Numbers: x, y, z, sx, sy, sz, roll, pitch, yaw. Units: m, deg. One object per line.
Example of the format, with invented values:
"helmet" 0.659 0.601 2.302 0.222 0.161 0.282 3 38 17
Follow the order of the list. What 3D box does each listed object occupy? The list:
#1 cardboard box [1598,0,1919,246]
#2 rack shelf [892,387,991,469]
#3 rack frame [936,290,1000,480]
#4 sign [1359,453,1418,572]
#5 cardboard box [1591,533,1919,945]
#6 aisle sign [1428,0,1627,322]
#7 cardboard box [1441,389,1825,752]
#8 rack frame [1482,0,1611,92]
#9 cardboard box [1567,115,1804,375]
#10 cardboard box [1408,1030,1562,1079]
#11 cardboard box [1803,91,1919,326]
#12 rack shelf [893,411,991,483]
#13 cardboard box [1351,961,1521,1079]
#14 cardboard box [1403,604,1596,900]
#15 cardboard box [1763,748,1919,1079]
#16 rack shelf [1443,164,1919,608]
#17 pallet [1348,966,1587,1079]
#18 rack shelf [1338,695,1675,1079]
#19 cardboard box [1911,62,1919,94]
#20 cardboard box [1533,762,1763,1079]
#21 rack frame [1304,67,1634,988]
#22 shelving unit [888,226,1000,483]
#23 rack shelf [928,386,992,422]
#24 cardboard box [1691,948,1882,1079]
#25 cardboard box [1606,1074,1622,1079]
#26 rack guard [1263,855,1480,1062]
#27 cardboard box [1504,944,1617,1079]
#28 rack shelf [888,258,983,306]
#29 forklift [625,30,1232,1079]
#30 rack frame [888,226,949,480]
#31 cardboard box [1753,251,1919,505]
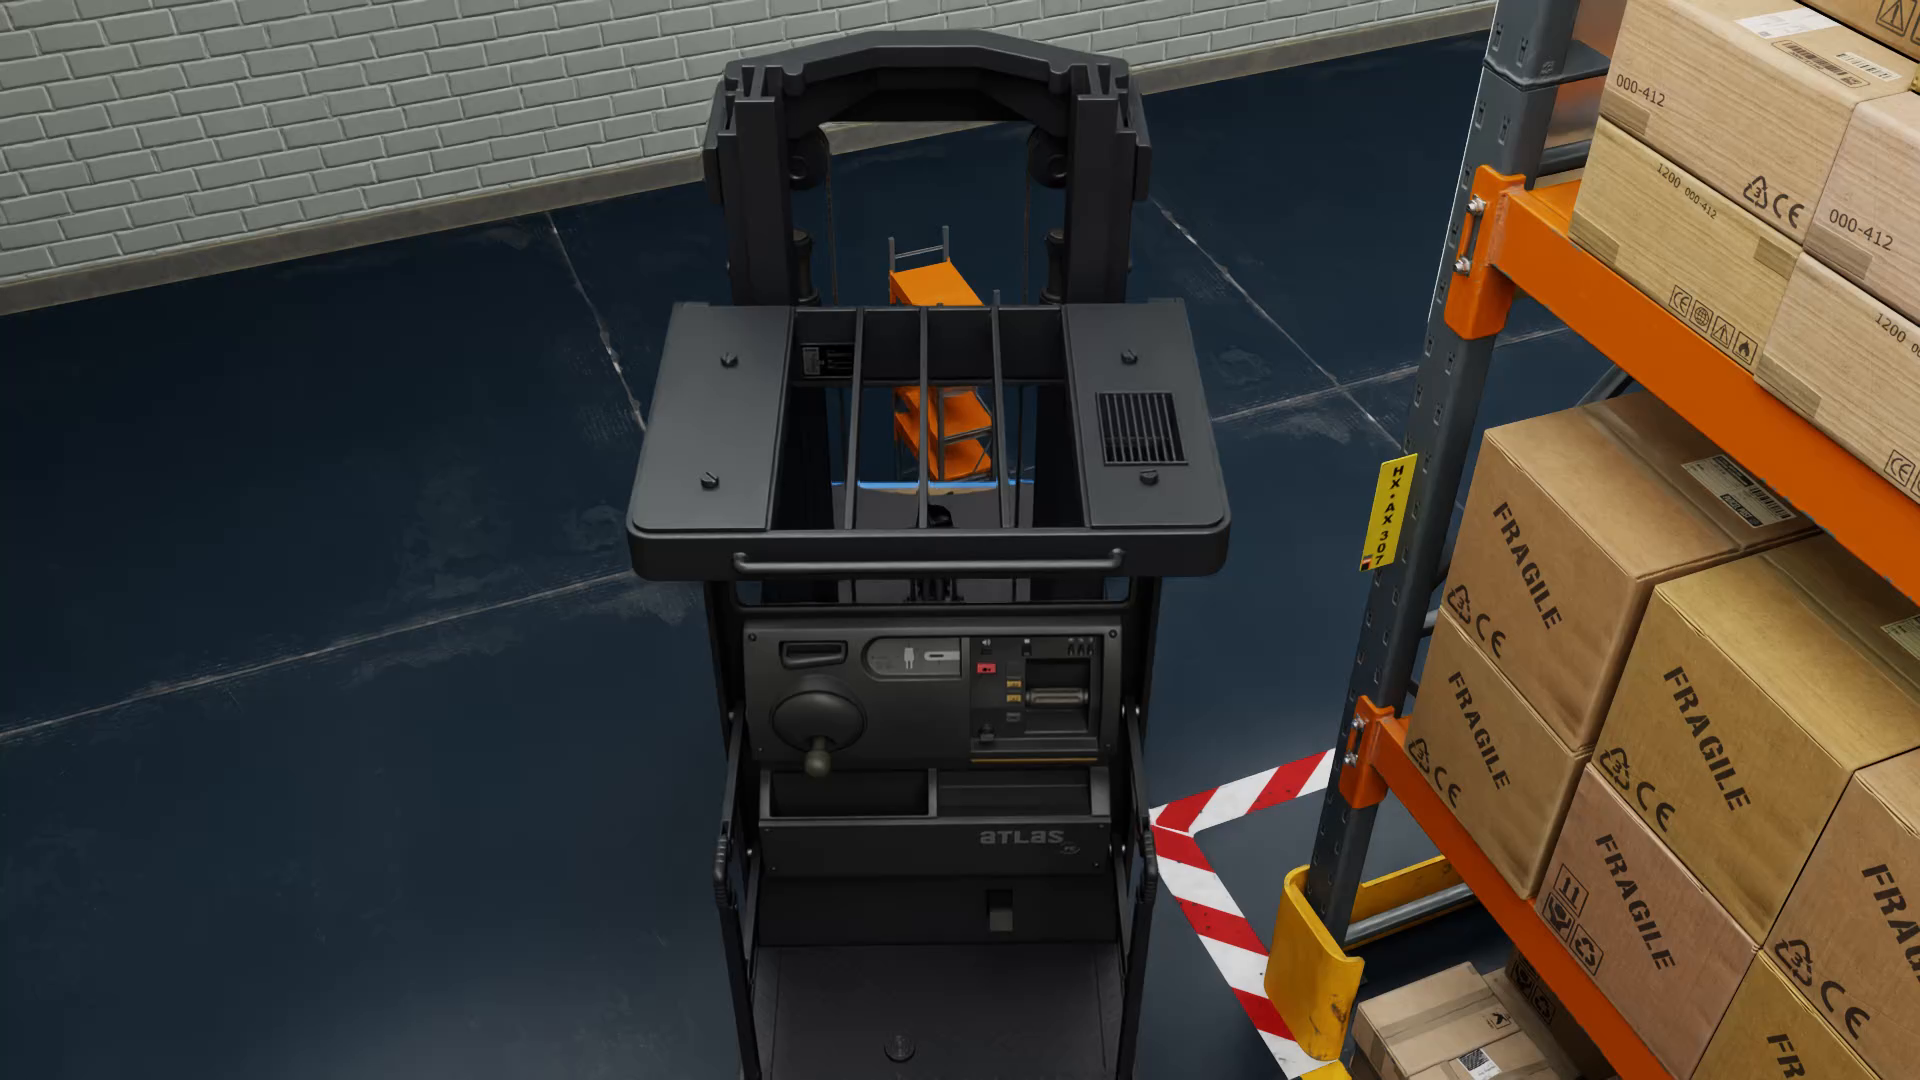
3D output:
"cardboard box" 1.452 -0.763 2.768 0.500 0.250 0.500 -15 43 -17
"rack shelf" -0.063 -0.504 6.519 0.258 0.148 0.480 -15 43 -17
"rack frame" 0.030 -0.408 6.304 0.240 1.200 0.015 -15 43 -17
"sign" 0.995 -0.061 3.856 0.100 0.325 0.005 -15 43 -17
"cardboard box" 1.629 0.361 3.186 0.500 0.500 0.500 -15 43 -16
"aisle sign" 1.199 -0.821 3.411 0.394 0.787 0.004 -15 43 -17
"cardboard box" 1.422 0.048 3.550 0.500 0.500 0.500 -14 43 -16
"rack frame" 1.496 -2.142 2.340 1.000 3.000 0.127 -15 43 -17
"cardboard box" 1.458 -0.575 2.933 0.500 0.250 0.500 -15 43 -17
"cardboard box" 1.434 1.528 4.508 0.380 0.166 0.250 -15 43 -17
"cardboard box" 1.637 -0.460 2.416 0.500 0.250 0.500 -15 43 -17
"rack shelf" -0.063 -0.353 6.648 0.258 0.148 0.480 -15 43 -17
"cardboard box" 1.339 1.384 4.689 0.380 0.149 0.250 -15 43 -17
"cardboard box" 1.422 0.427 3.876 0.500 0.500 0.500 -14 43 -16
"cardboard box" 1.816 0.664 2.834 0.500 0.500 0.500 -15 43 -16
"rack shelf" 2.261 0.472 2.151 1.077 0.370 4.000 -15 43 -17
"pallet" 1.831 1.715 4.594 1.003 0.211 1.213 -15 43 -17
"rack shelf" 2.261 1.610 3.129 1.077 0.370 4.000 -15 43 -17
"cardboard box" 1.821 -0.794 2.229 0.700 0.500 0.500 -15 43 -17
"cardboard box" 1.625 0.737 3.516 0.500 0.500 0.500 -16 43 -17
"rack frame" 1.496 0.132 4.296 1.000 3.000 0.127 -15 43 -17
"shelving unit" -0.063 -0.555 6.475 0.258 1.200 0.503 -15 43 -17
"rack shelf" -0.063 -0.673 6.373 0.258 0.148 0.480 -15 43 -17
"cardboard box" 1.814 1.040 3.163 0.500 0.500 0.500 -15 43 -17
"cardboard box" 1.633 1.707 4.235 0.500 0.250 0.500 -15 43 -17
"rack guard" 1.525 1.126 5.057 1.175 0.500 0.348 -15 43 -17
"cardboard box" 1.932 1.179 4.658 0.500 0.500 0.500 -15 43 -17
"rack shelf" -0.063 -0.853 6.219 0.258 0.148 0.480 -15 43 -17
"forklift" -0.061 0.468 3.958 1.130 2.935 3.031 -1 41 -1
"rack frame" -0.157 -0.702 6.646 0.240 1.200 0.015 -15 43 -17
"cardboard box" 1.637 -0.271 2.579 0.500 0.250 0.500 -15 43 -17
